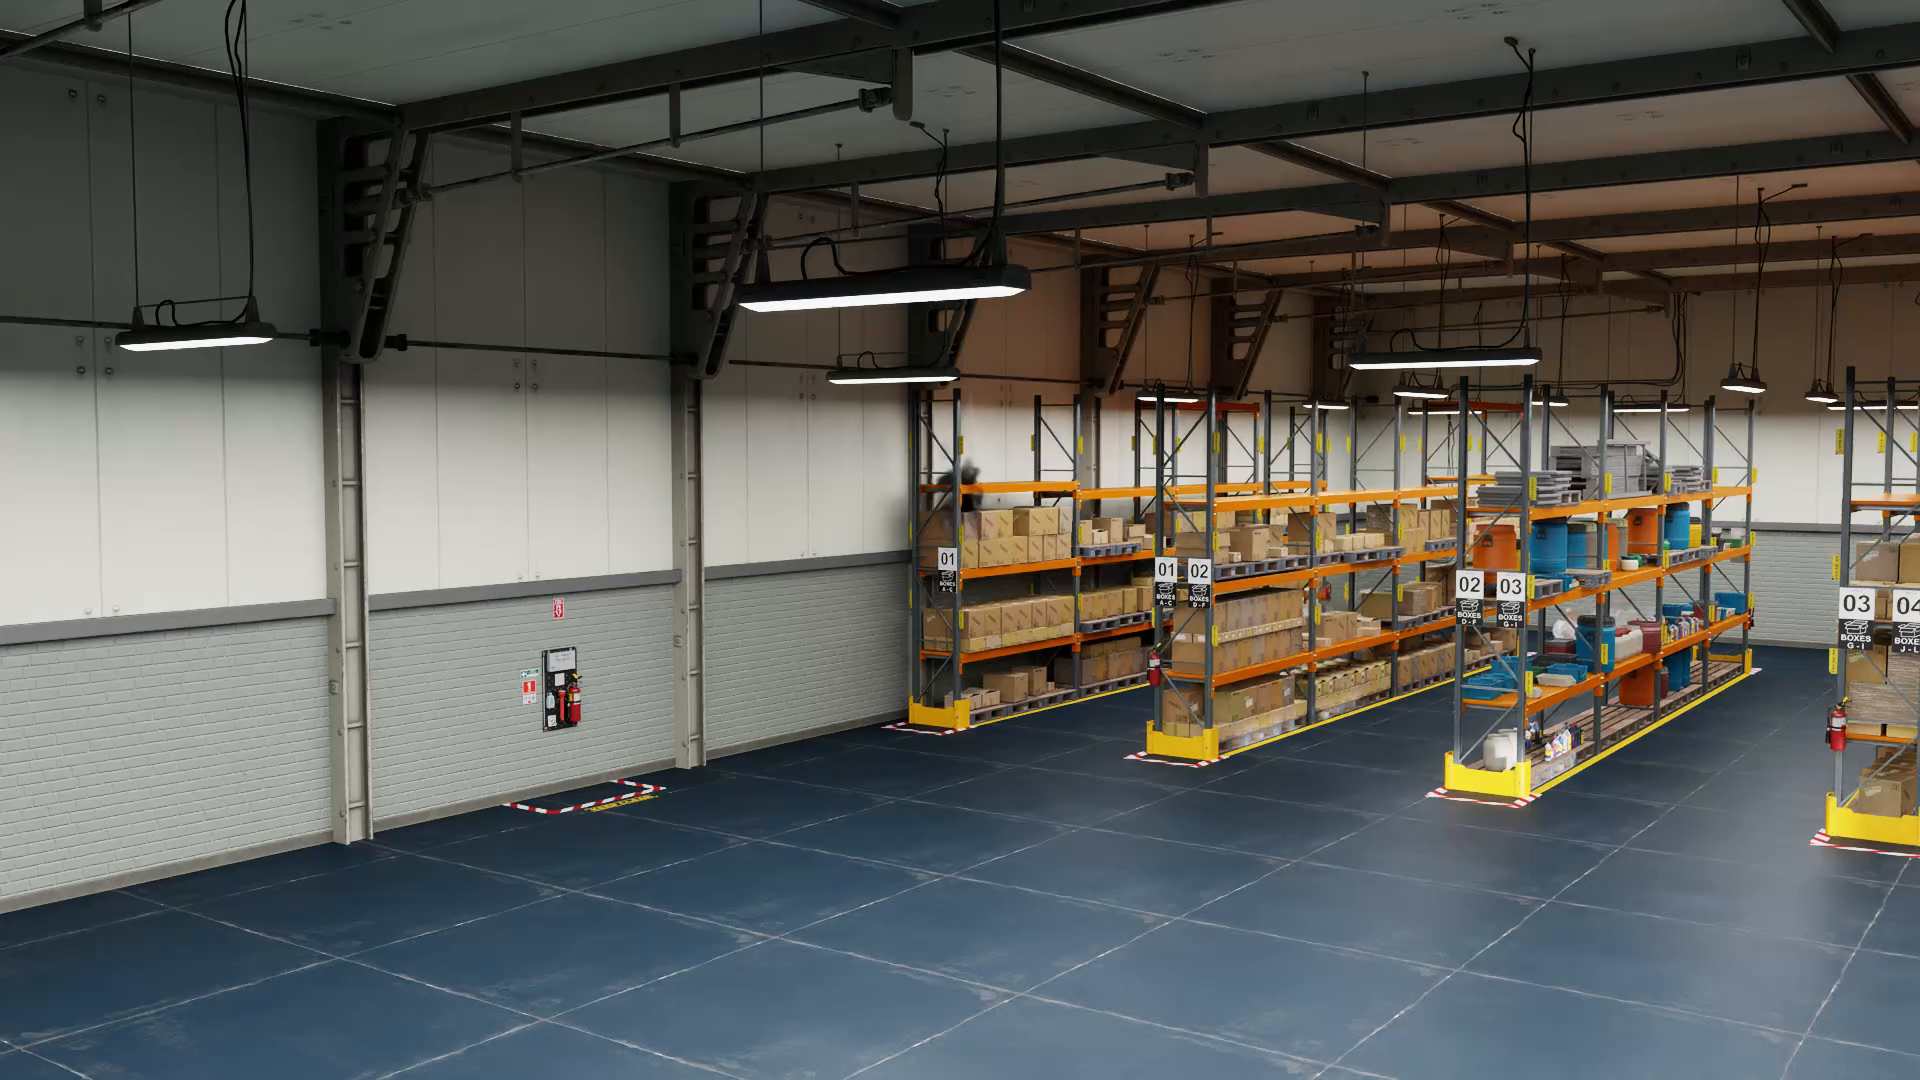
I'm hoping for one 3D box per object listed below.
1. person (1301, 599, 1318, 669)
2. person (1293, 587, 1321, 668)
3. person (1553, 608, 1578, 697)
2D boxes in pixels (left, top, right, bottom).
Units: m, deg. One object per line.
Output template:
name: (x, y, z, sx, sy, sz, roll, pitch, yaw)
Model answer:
person: (7.629, 2.112, 36.368, 0.567, 1.667, 0.867, 2, 4, 31)
person: (7.895, 1.972, 37.755, 0.633, 1.795, 1.132, 2, 4, 30)
person: (11.907, 2.256, 32.639, 0.682, 1.841, 0.801, 2, 4, 37)
